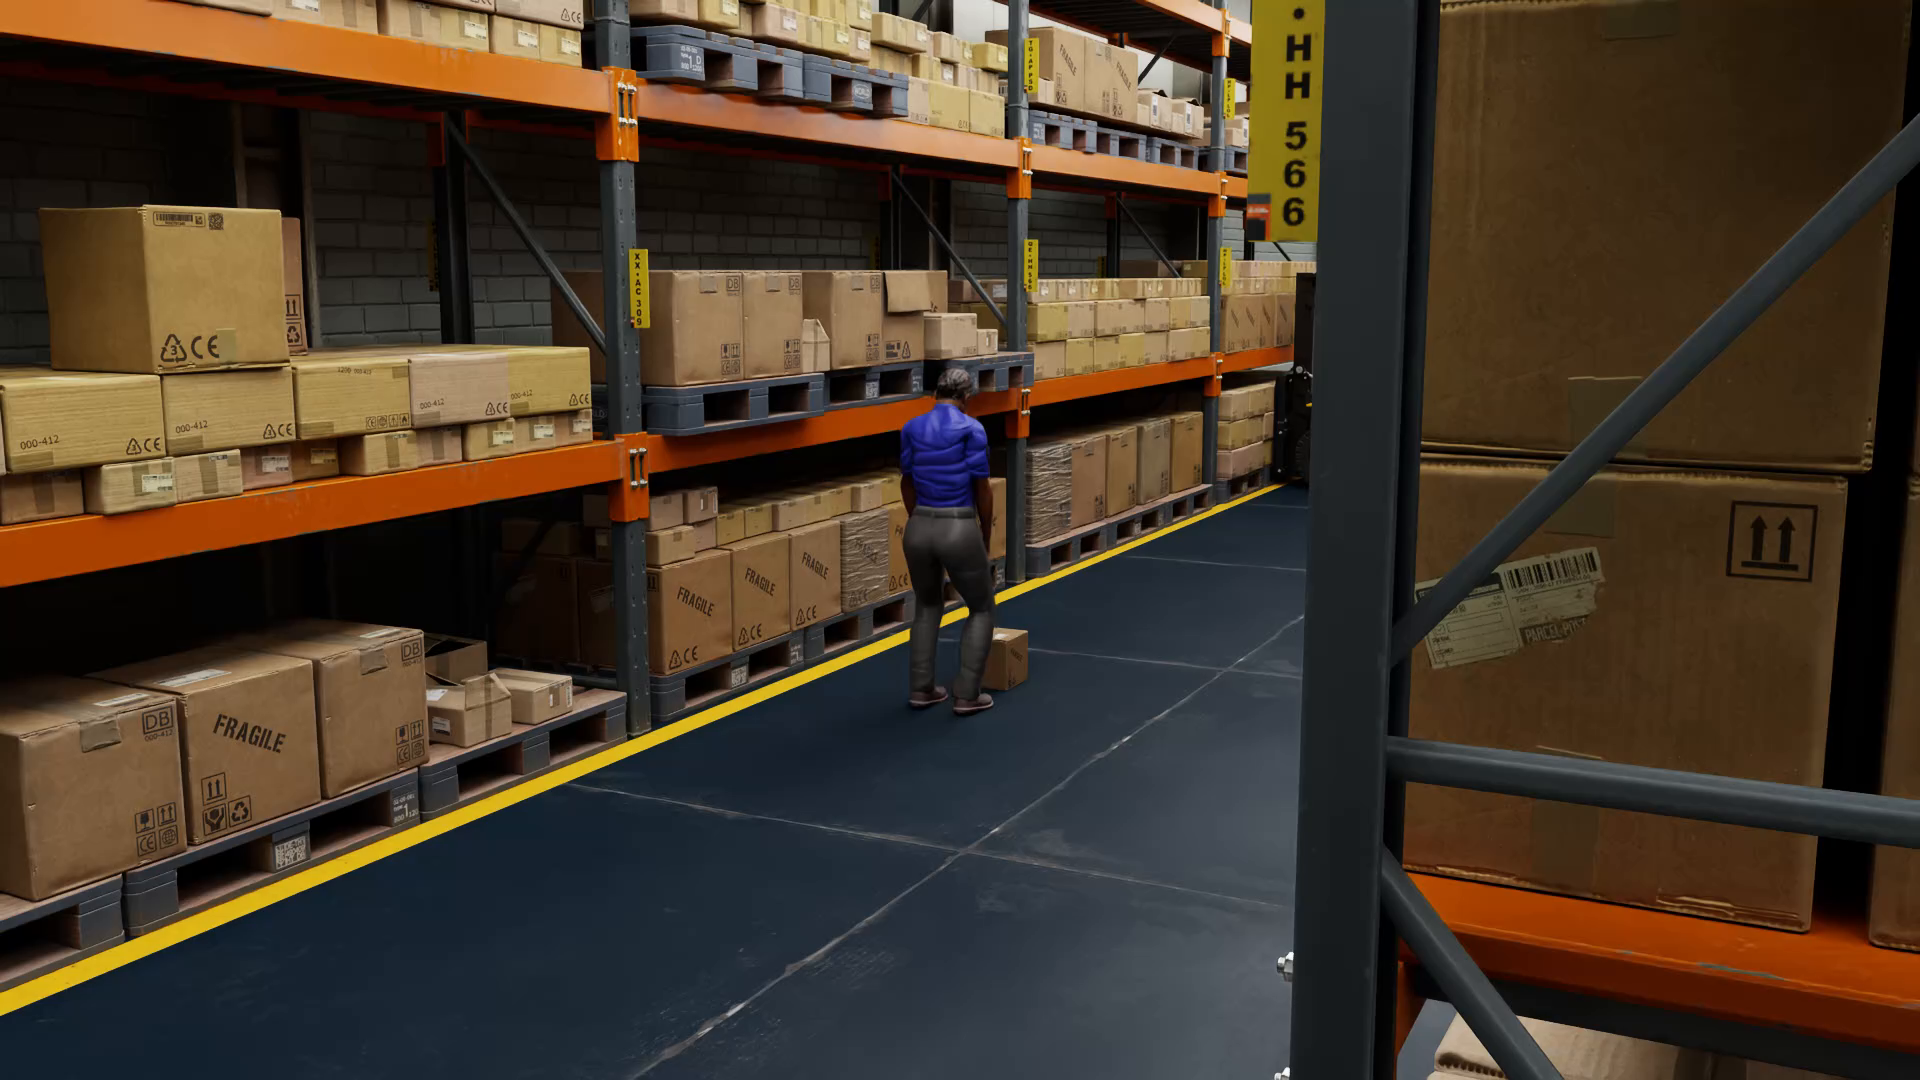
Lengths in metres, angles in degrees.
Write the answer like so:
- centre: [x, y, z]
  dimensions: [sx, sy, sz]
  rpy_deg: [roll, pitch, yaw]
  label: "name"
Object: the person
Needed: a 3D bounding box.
- centre: [-0.074, 0.005, 7.664]
  dimensions: [0.469, 1.575, 0.430]
  rpy_deg: [5, 10, 27]
  label: "person"
